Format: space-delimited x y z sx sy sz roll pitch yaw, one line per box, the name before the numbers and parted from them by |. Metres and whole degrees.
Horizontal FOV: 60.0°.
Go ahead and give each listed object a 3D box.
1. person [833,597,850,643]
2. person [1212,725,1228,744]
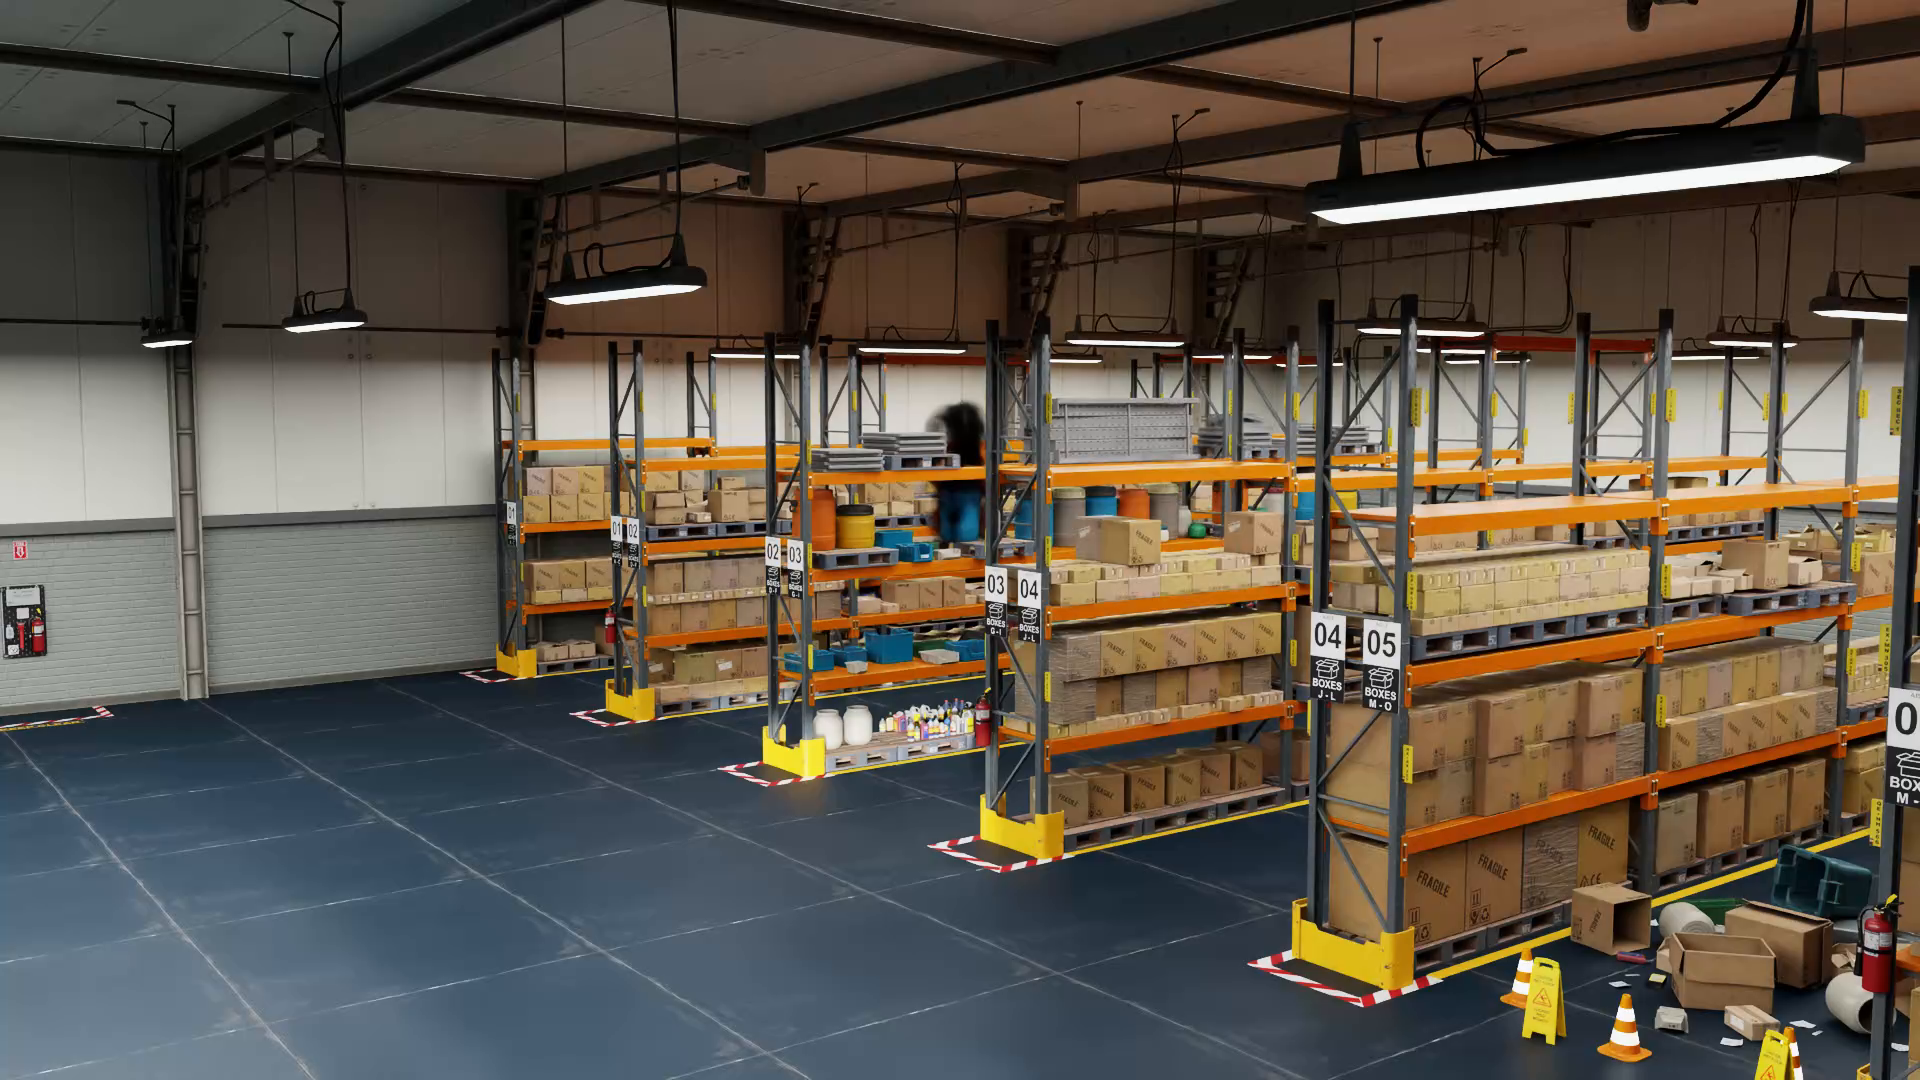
person | -2.183 1.614 31.611 0.576 1.558 0.757 3 6 35
person | 3.686 2.020 22.996 0.727 1.734 0.721 4 7 41
